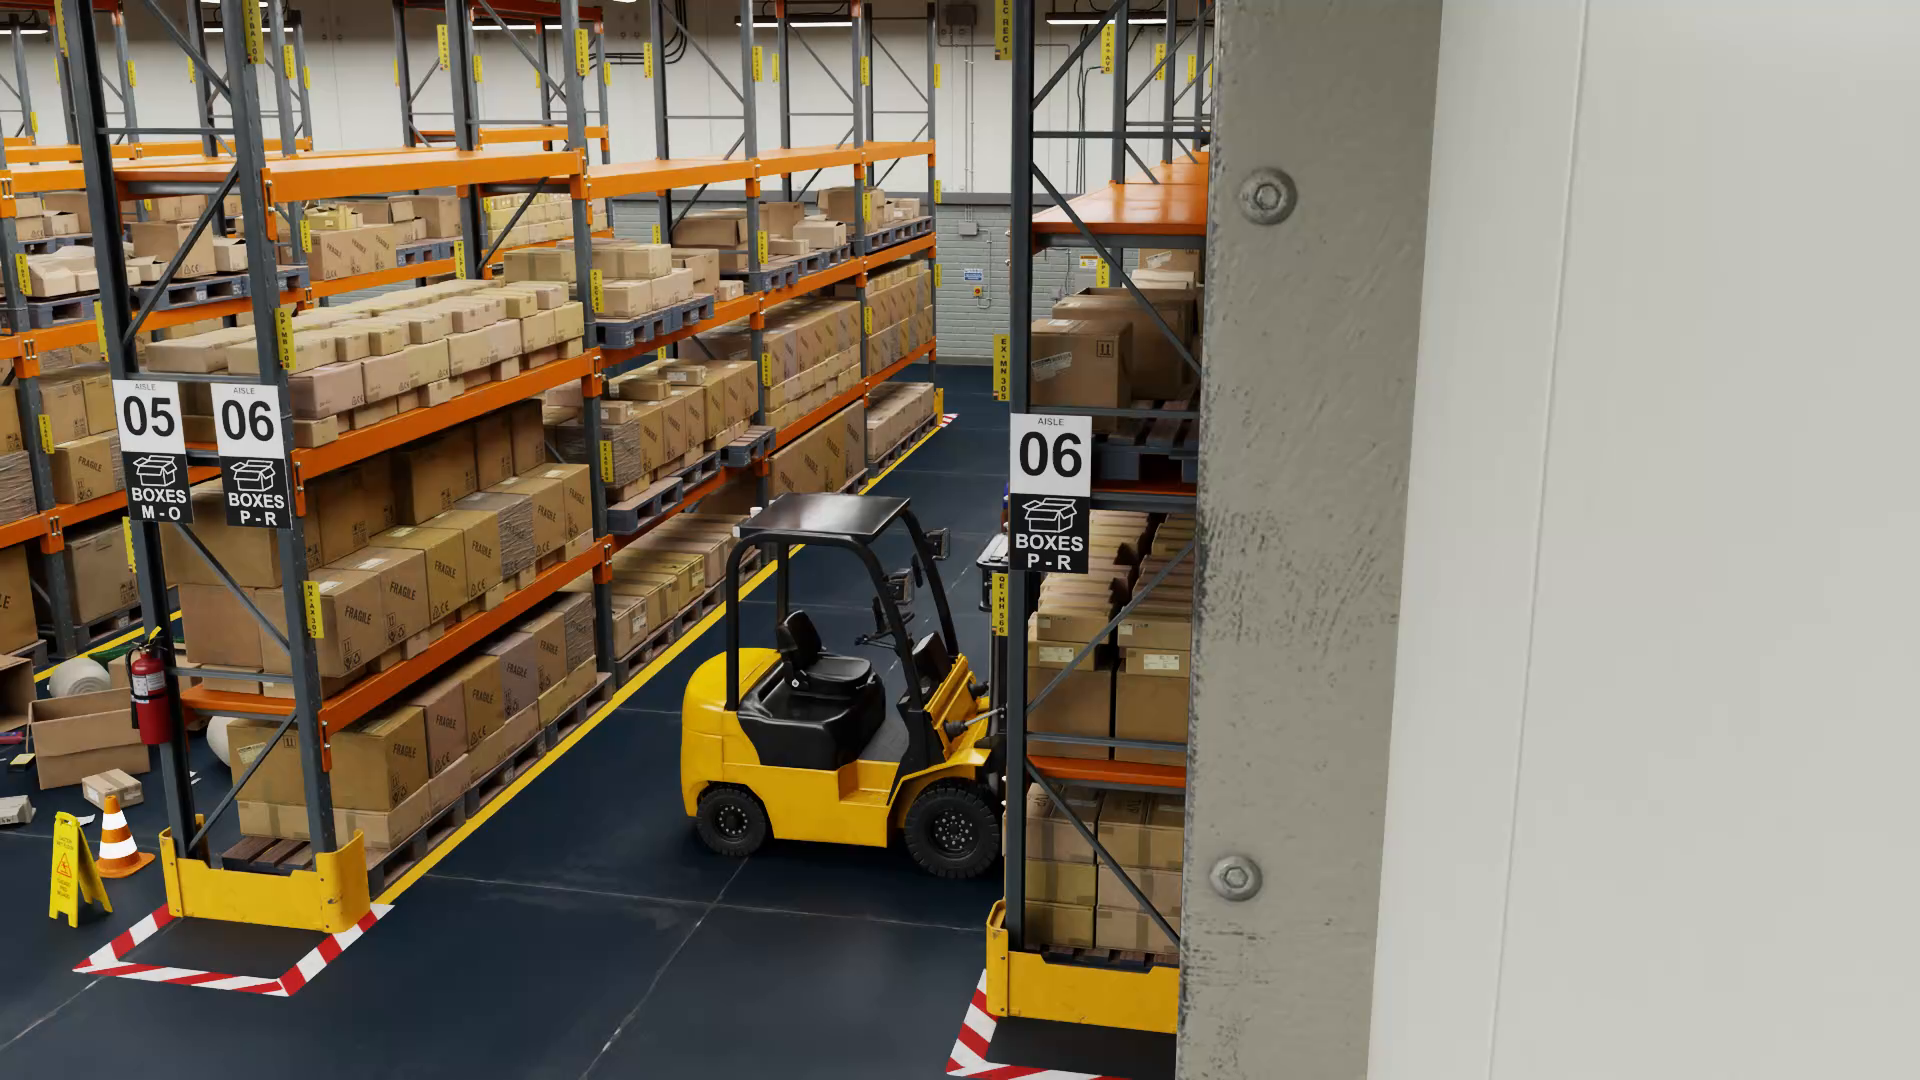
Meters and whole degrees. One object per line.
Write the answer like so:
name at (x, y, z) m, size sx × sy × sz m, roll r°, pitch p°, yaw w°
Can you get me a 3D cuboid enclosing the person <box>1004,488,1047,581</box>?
person at (0.614, 0.073, 14.824) m, size 0.448 × 1.631 × 0.342 m, roll 3°, pitch 15°, yaw 11°
